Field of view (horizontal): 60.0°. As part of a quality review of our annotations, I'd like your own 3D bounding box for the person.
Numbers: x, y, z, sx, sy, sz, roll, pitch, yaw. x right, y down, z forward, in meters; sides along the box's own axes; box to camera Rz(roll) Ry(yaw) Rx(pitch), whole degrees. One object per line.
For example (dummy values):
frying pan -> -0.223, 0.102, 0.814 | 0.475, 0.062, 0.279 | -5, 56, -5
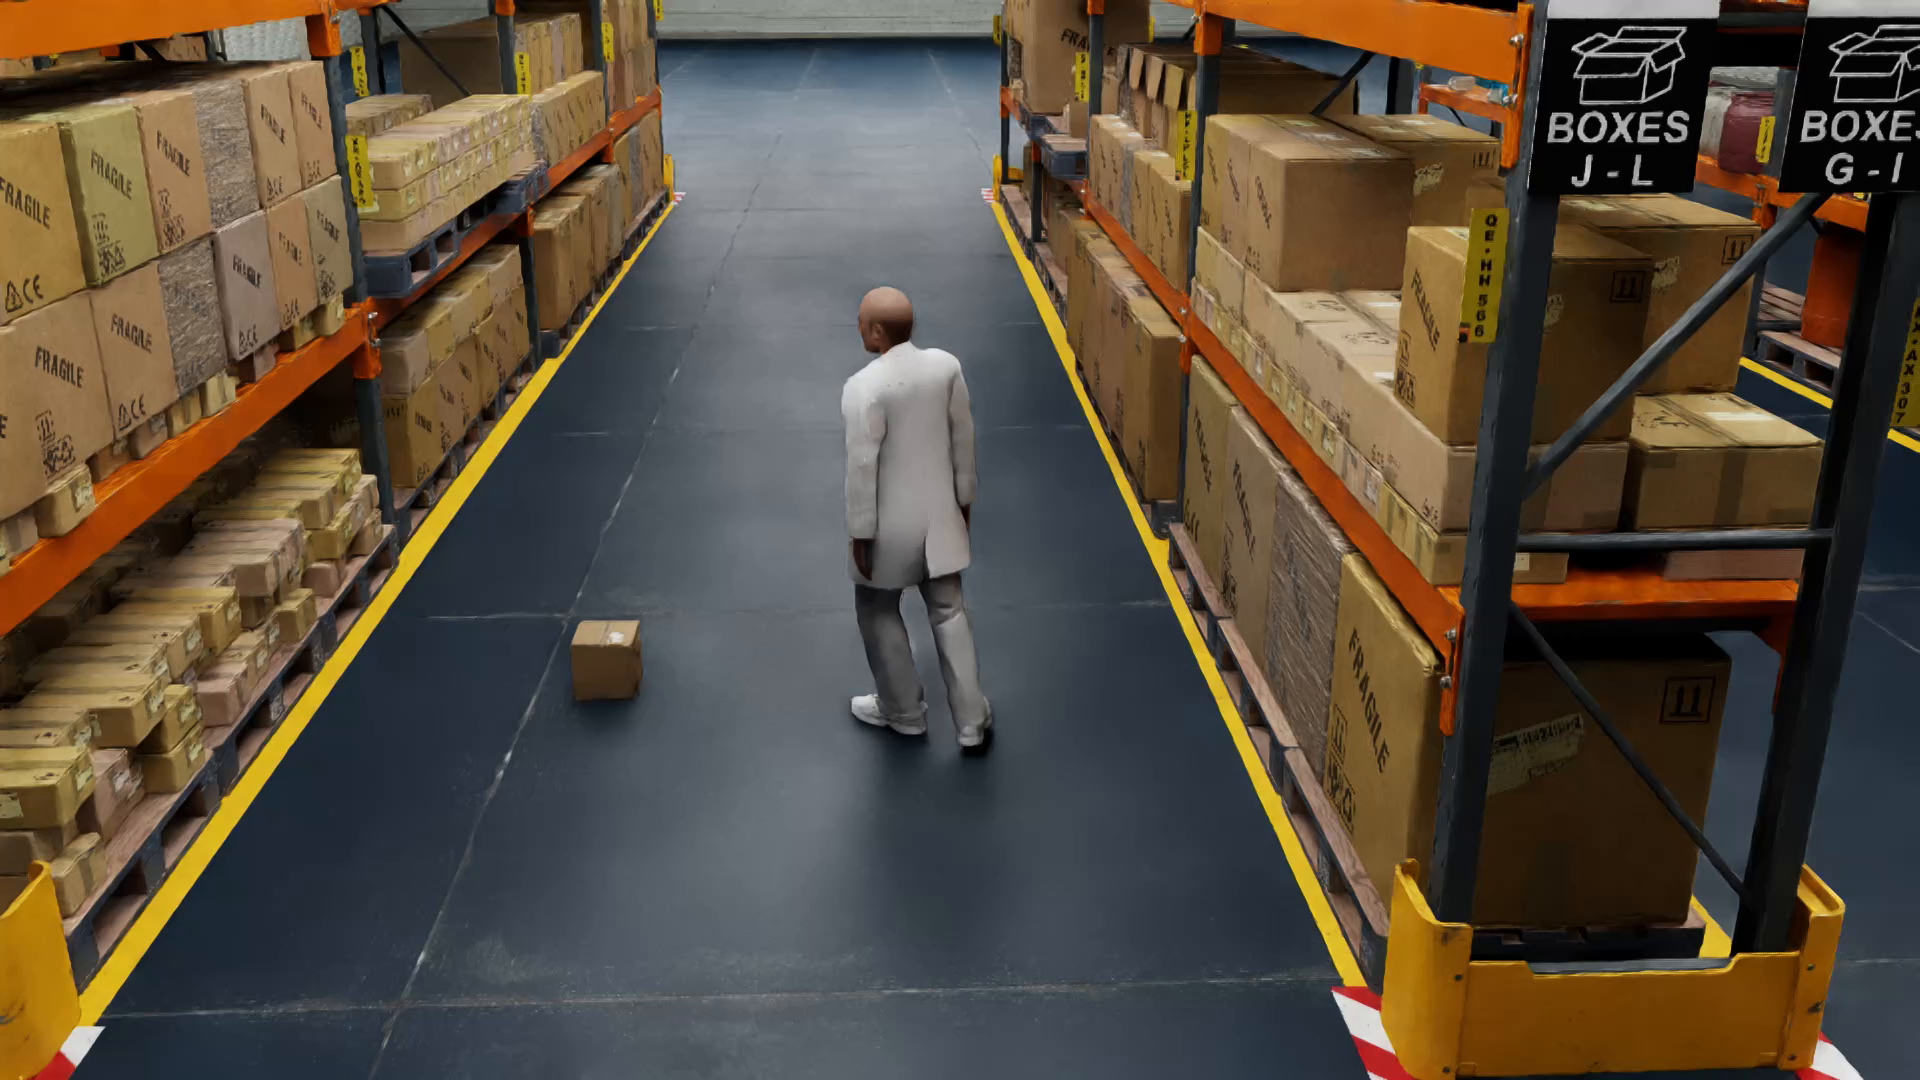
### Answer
person -> -0.166, -0.072, 6.298 | 0.612, 1.767, 0.627 | -14, 24, -33
